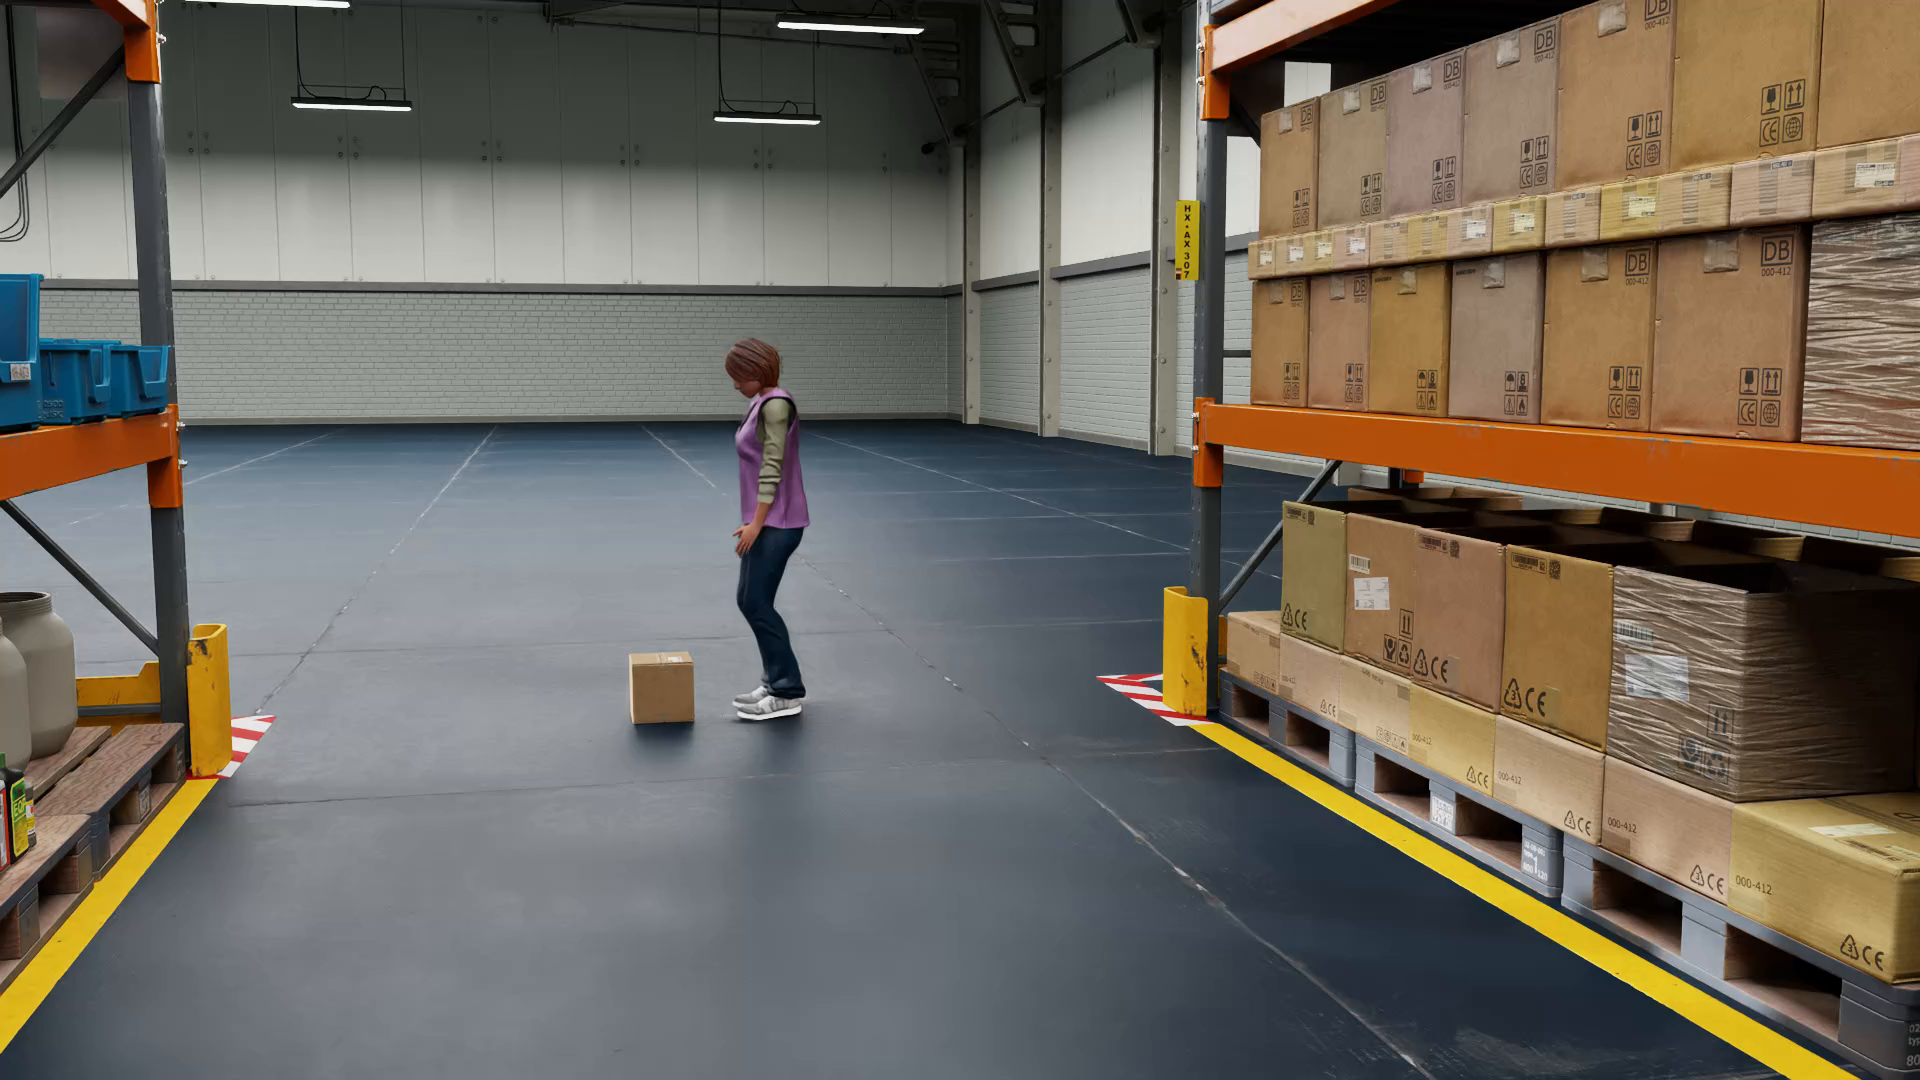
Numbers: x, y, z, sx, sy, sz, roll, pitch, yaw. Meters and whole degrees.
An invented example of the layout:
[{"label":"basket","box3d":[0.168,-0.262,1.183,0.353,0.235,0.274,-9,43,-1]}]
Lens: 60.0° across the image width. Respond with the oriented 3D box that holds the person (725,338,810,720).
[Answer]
[{"label":"person","box3d":[-0.796,-0.039,6.928,0.341,1.563,0.417,-1,6,-12]}]
